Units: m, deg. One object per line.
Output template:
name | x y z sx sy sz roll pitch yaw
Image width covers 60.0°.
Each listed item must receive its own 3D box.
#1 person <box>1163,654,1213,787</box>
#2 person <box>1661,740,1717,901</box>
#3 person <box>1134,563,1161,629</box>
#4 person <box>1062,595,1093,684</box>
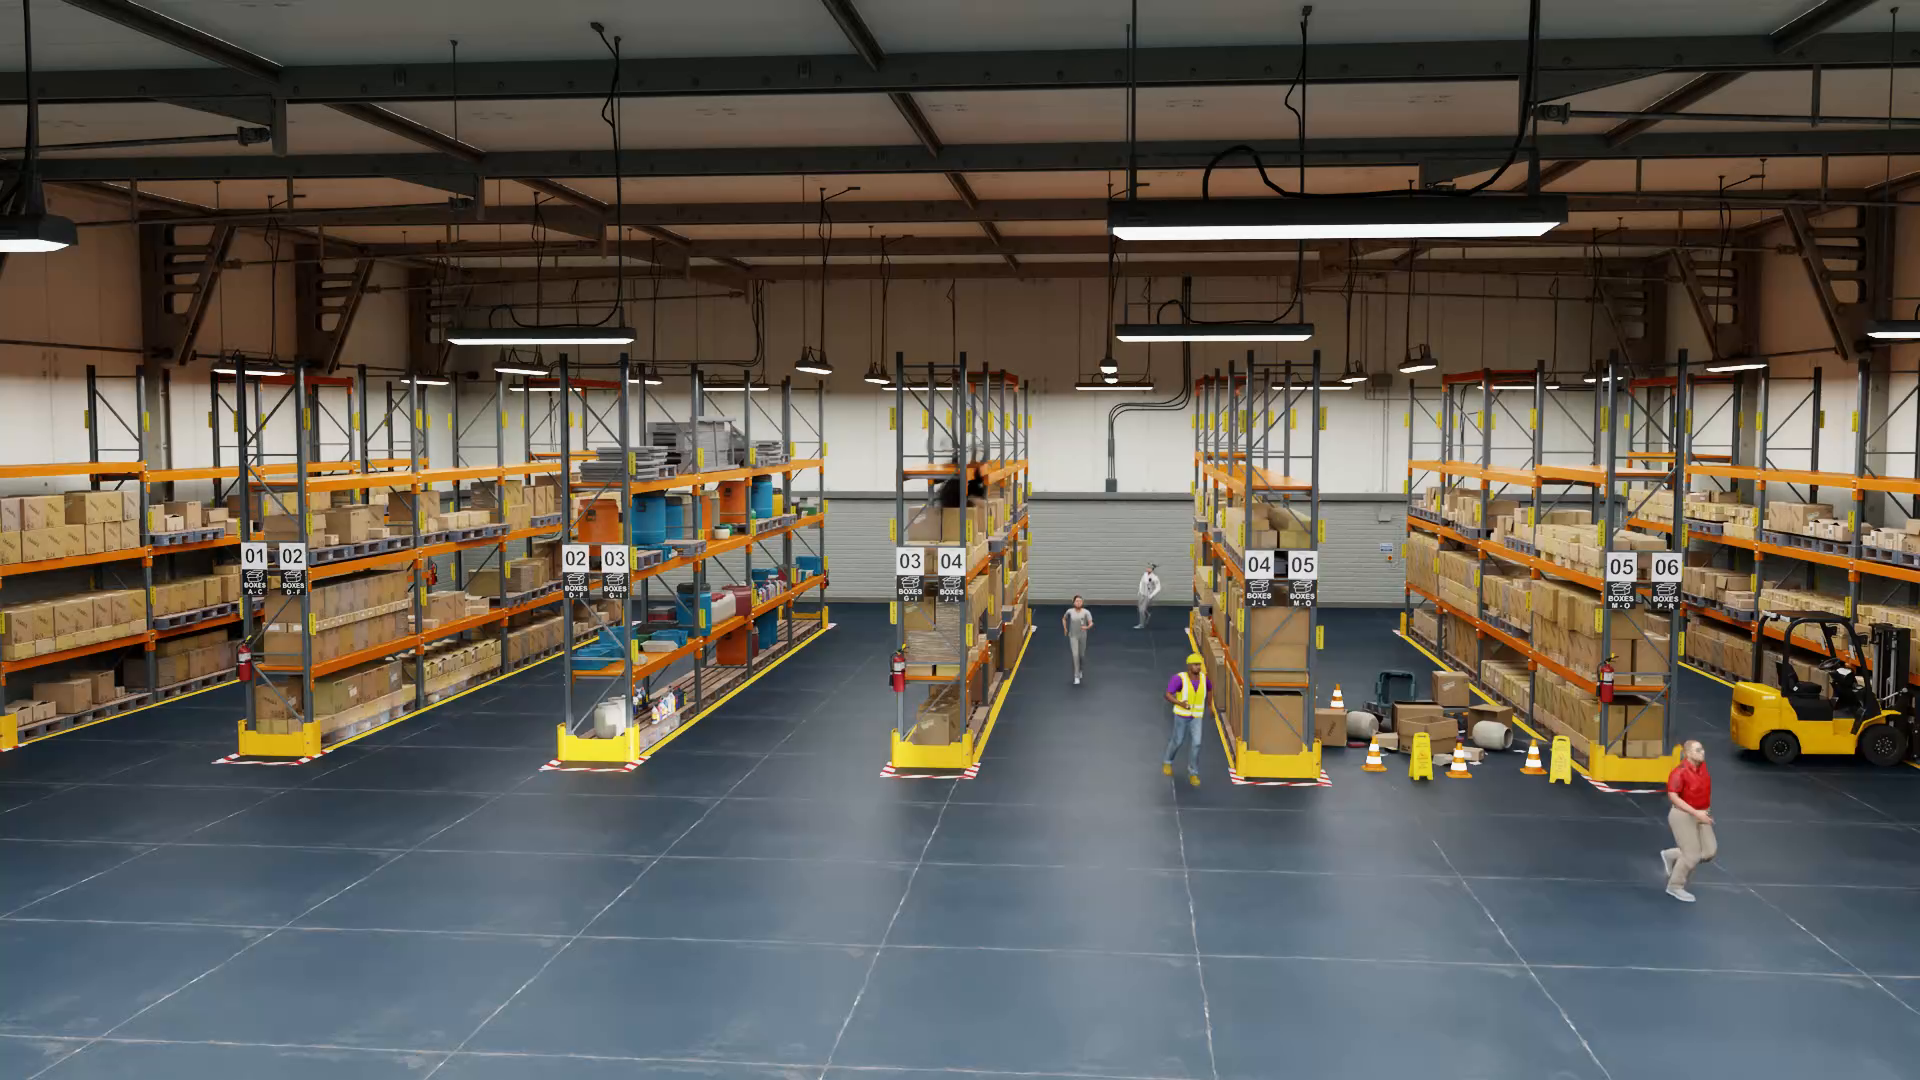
person | 3.215 2.480 23.205 0.750 1.802 0.854 -1 4 -12
person | 7.667 2.930 17.478 0.684 1.688 0.668 -3 5 -34
person | 4.586 1.341 40.141 0.568 1.622 0.671 -4 6 -44
person | 2.261 1.885 31.953 0.581 1.664 0.877 0 4 -1
